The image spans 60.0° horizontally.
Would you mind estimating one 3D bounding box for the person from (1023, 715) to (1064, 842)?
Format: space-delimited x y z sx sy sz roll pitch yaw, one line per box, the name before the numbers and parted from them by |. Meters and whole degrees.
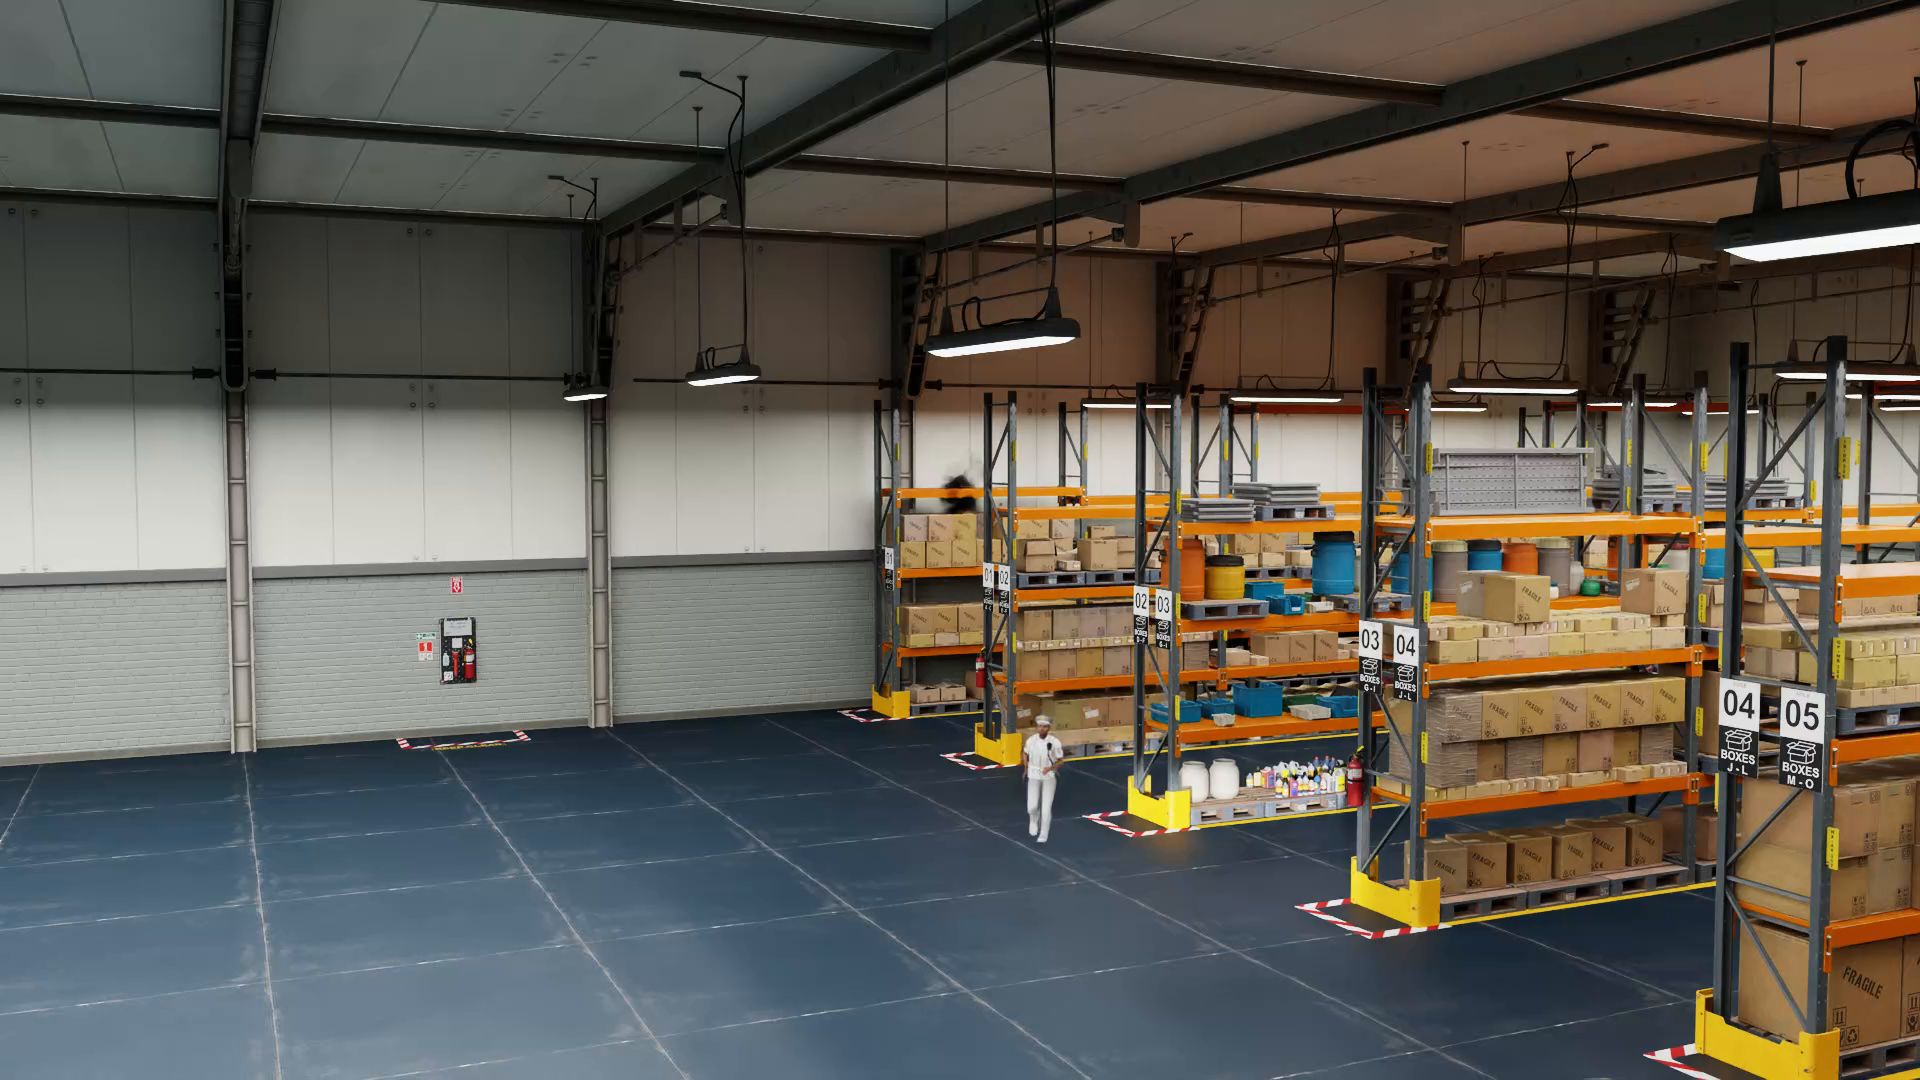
person | 1.050 3.085 21.461 0.565 1.661 0.554 1 3 11
